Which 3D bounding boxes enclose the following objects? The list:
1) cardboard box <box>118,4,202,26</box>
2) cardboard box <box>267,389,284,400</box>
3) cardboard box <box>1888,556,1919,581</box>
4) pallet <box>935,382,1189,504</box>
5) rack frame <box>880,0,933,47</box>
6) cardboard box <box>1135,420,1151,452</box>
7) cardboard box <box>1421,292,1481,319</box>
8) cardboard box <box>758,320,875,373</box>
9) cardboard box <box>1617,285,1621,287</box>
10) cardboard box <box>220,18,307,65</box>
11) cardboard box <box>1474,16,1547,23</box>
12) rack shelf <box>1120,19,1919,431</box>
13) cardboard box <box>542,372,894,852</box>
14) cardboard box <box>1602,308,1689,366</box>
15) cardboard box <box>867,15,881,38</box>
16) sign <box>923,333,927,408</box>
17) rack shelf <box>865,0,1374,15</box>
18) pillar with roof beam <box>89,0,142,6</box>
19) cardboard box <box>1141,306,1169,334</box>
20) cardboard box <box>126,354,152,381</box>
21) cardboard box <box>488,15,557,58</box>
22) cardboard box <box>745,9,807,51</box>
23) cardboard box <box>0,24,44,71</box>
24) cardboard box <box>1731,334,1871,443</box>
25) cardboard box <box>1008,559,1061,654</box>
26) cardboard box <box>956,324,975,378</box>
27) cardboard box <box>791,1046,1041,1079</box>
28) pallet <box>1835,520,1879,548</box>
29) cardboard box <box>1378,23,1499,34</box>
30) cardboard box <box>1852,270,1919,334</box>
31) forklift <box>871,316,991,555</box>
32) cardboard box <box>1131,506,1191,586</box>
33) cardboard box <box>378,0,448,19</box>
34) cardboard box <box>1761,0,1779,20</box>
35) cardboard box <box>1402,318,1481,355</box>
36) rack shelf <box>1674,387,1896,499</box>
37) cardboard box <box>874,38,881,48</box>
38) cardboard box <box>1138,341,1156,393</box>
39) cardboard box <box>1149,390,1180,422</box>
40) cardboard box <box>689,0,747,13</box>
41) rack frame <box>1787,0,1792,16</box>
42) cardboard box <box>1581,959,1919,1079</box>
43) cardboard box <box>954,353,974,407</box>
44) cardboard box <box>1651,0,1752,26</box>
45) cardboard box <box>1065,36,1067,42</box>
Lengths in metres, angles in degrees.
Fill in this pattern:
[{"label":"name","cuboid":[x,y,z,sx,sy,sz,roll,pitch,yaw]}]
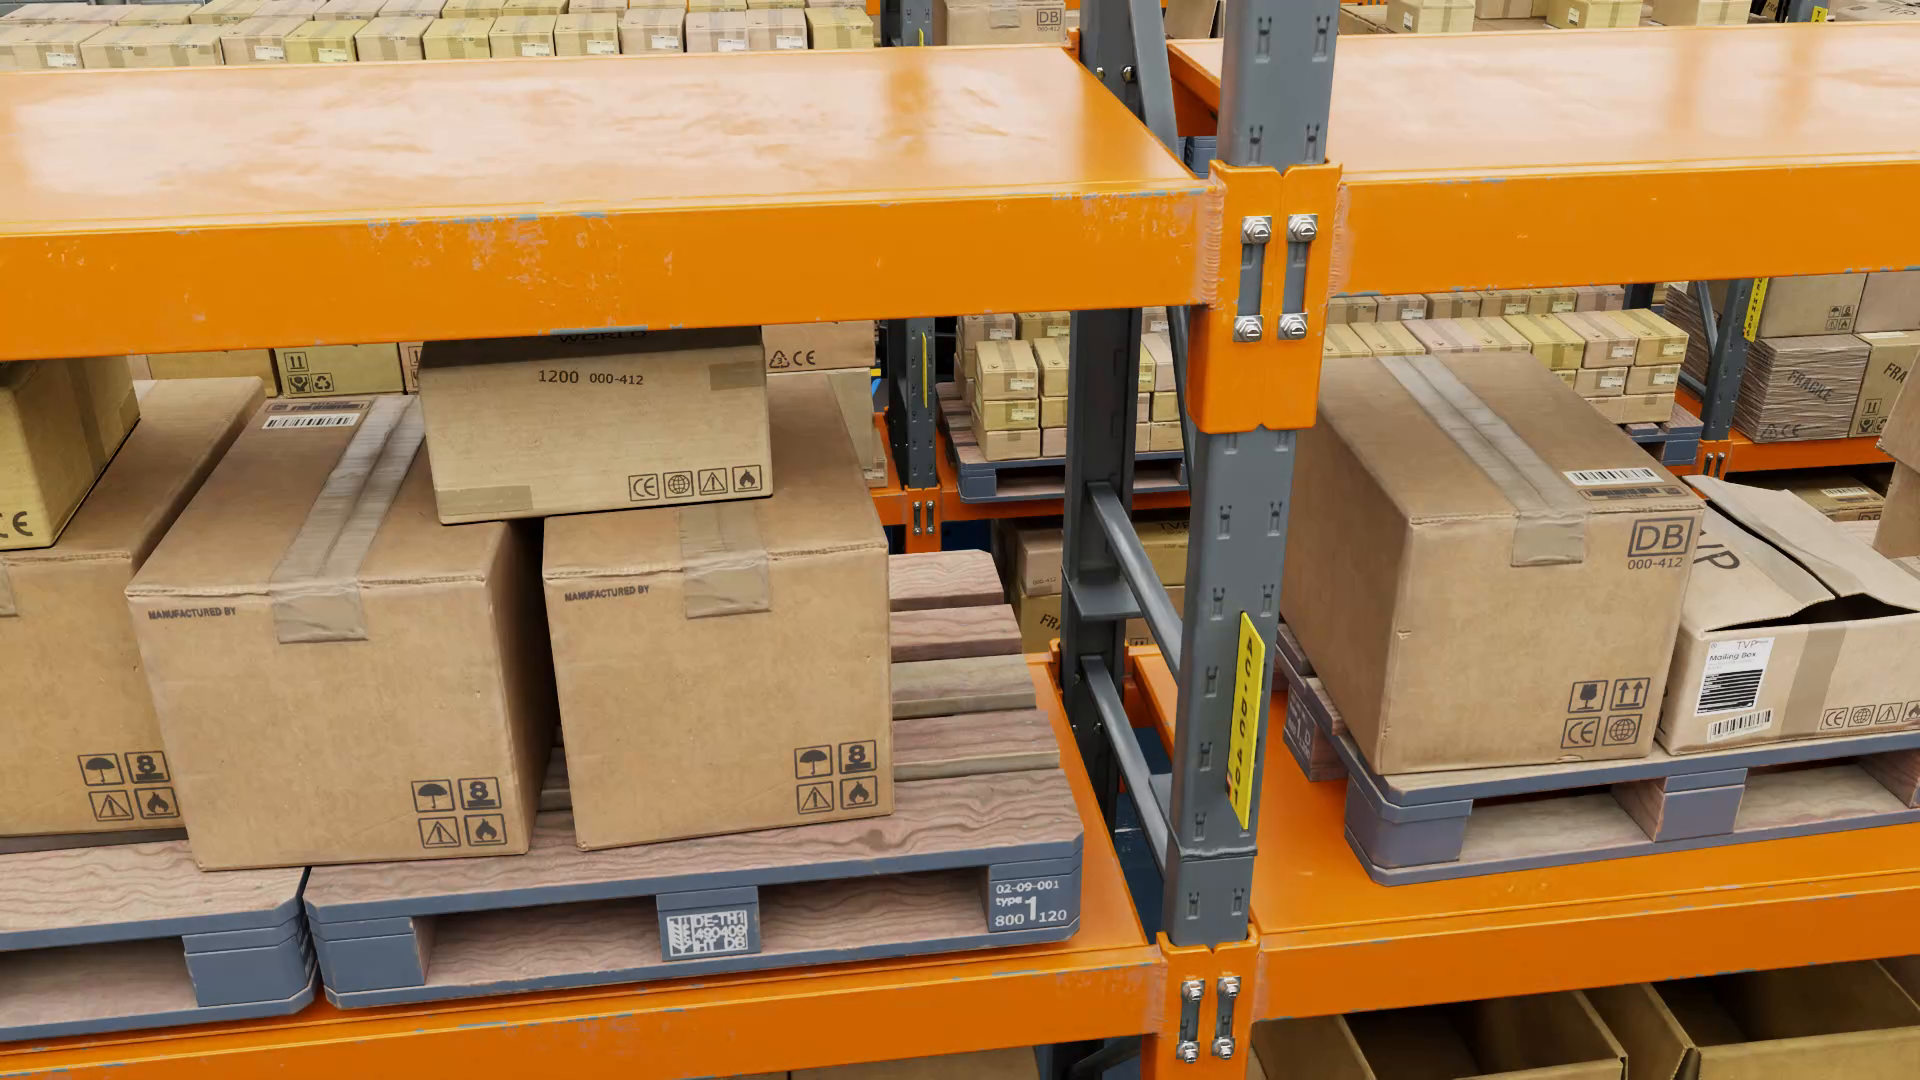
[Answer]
[{"label":"cardboard box","cuboid":[-3.404,-2.181,7.110,0.250,0.149,0.380,-4,28,-9]},{"label":"cardboard box","cuboid":[-3.195,-0.498,7.499,0.500,0.500,0.500,-4,27,-7]},{"label":"cardboard box","cuboid":[1.843,0.186,3.131,0.250,0.149,0.380,-5,28,-9]},{"label":"pallet","cuboid":[0.534,-0.524,8.195,1.213,0.211,1.003,-4,27,-7]},{"label":"rack frame","cuboid":[-0.243,-3.295,6.815,0.127,3.000,1.000,-4,27,-7]},{"label":"cardboard box","cuboid":[0.733,-0.553,7.857,0.250,0.149,0.380,-3,27,-7]},{"label":"cardboard box","cuboid":[2.462,-1.230,8.525,0.250,0.149,0.380,-5,28,-9]},{"label":"cardboard box","cuboid":[-0.671,-1.096,7.569,0.500,0.500,0.500,-5,28,-9]},{"label":"cardboard box","cuboid":[4.970,-2.257,13.782,0.625,0.372,0.950,-3,27,-5]},{"label":"cardboard box","cuboid":[-2.837,-2.029,6.812,0.250,0.149,0.380,-3,27,-6]},{"label":"cardboard box","cuboid":[2.621,-2.309,8.068,0.500,0.500,0.500,-4,27,-7]},{"label":"rack shelf","cuboid":[2.328,-0.676,2.936,4.000,0.370,1.077,-4,27,-7]},{"label":"cardboard box","cuboid":[-0.419,0.089,2.826,0.500,0.500,0.700,-5,28,-10]},{"label":"cardboard box","cuboid":[3.296,-0.982,8.041,0.250,0.149,0.380,-5,28,-9]},{"label":"cardboard box","cuboid":[-0.705,-5.295,16.714,0.500,0.500,0.700,-3,27,-7]},{"label":"sign","cuboid":[-0.160,-0.766,7.510,0.005,0.325,0.100,-4,27,-7]},{"label":"rack shelf","cuboid":[0.948,-3.999,12.260,4.000,0.370,1.077,-4,27,-7]},{"label":"pillar with roof beam","cuboid":[-7.885,-5.806,11.707,0.400,9.000,9.100,-4,27,-7]},{"label":"cardboard box","cuboid":[0.909,-1.129,8.329,0.250,0.149,0.380,-4,27,-7]},{"label":"cardboard box","cuboid":[-3.723,-0.902,7.191,0.500,0.500,0.500,-4,27,-7]},{"label":"cardboard box","cuboid":[-1.792,-2.056,6.866,0.250,0.149,0.380,-4,27,-7]},{"label":"cardboard box","cuboid":[-0.776,-2.129,7.007,0.250,0.149,0.380,-3,27,-6]},{"label":"cardboard box","cuboid":[-3.852,-1.957,6.672,0.250,0.149,0.380,-4,27,-8]},{"label":"cardboard box","cuboid":[4.200,-0.832,8.475,0.500,0.500,0.500,-3,27,-7]},{"label":"cardboard box","cuboid":[0.526,0.372,8.517,0.500,0.500,0.500,-3,27,-5]},{"label":"cardboard box","cuboid":[0.123,-0.948,8.301,0.250,0.149,0.380,-3,27,-6]},{"label":"cardboard box","cuboid":[-0.070,1.373,3.305,0.500,0.500,0.500,-3,27,-6]},{"label":"pallet","cuboid":[2.572,0.255,3.388,1.213,0.211,1.003,-2,27,-5]},{"label":"cardboard box","cuboid":[2.199,-2.041,7.546,0.500,0.500,0.500,-4,27,-7]},{"label":"cardboard box","cuboid":[4.664,-1.427,8.540,0.500,0.500,0.700,-4,27,-8]},{"label":"forklift","cuboid":[0.095,-1.586,10.130,1.130,2.935,3.031,4,27,8]},{"label":"cardboard box","cuboid":[1.052,0.003,8.415,0.500,0.250,0.500,-3,27,-6]},{"label":"cardboard box","cuboid":[-2.389,-2.281,7.304,0.250,0.149,0.380,-4,27,-9]},{"label":"cardboard box","cuboid":[8.682,-5.697,17.958,0.500,0.500,0.500,-4,27,-8]},{"label":"cardboard box","cuboid":[2.284,-0.919,7.919,0.250,0.149,0.380,-4,27,-7]},{"label":"rack shelf","cuboid":[5.698,-0.688,9.092,4.000,0.370,1.077,-4,27,-7]},{"label":"cardboard box","cuboid":[-0.625,-3.489,12.559,0.500,0.500,0.500,-3,27,-5]},{"label":"cardboard box","cuboid":[0.740,-0.819,7.723,0.250,0.149,0.380,-3,27,-7]},{"label":"cardboard box","cuboid":[0.980,-0.701,7.821,0.250,0.149,0.380,-5,28,-9]},{"label":"cardboard box","cuboid":[-1.080,-2.341,7.421,0.250,0.149,0.380,-4,27,-8]},{"label":"rack frame","cuboid":[6.889,-3.366,13.525,0.127,3.000,1.000,-4,27,-7]},{"label":"cardboard box","cuboid":[1.660,1.049,3.711,0.637,0.503,0.797,-3,27,-7]},{"label":"cardboard box","cuboid":[0.122,-0.816,8.370,0.250,0.149,0.380,-4,27,-8]},{"label":"cardboard box","cuboid":[3.353,-2.457,7.519,0.258,0.266,0.396,-4,27,-7]},{"label":"cardboard box","cuboid":[0.658,-2.069,7.348,0.500,0.311,0.500,-4,27,-8]}]
